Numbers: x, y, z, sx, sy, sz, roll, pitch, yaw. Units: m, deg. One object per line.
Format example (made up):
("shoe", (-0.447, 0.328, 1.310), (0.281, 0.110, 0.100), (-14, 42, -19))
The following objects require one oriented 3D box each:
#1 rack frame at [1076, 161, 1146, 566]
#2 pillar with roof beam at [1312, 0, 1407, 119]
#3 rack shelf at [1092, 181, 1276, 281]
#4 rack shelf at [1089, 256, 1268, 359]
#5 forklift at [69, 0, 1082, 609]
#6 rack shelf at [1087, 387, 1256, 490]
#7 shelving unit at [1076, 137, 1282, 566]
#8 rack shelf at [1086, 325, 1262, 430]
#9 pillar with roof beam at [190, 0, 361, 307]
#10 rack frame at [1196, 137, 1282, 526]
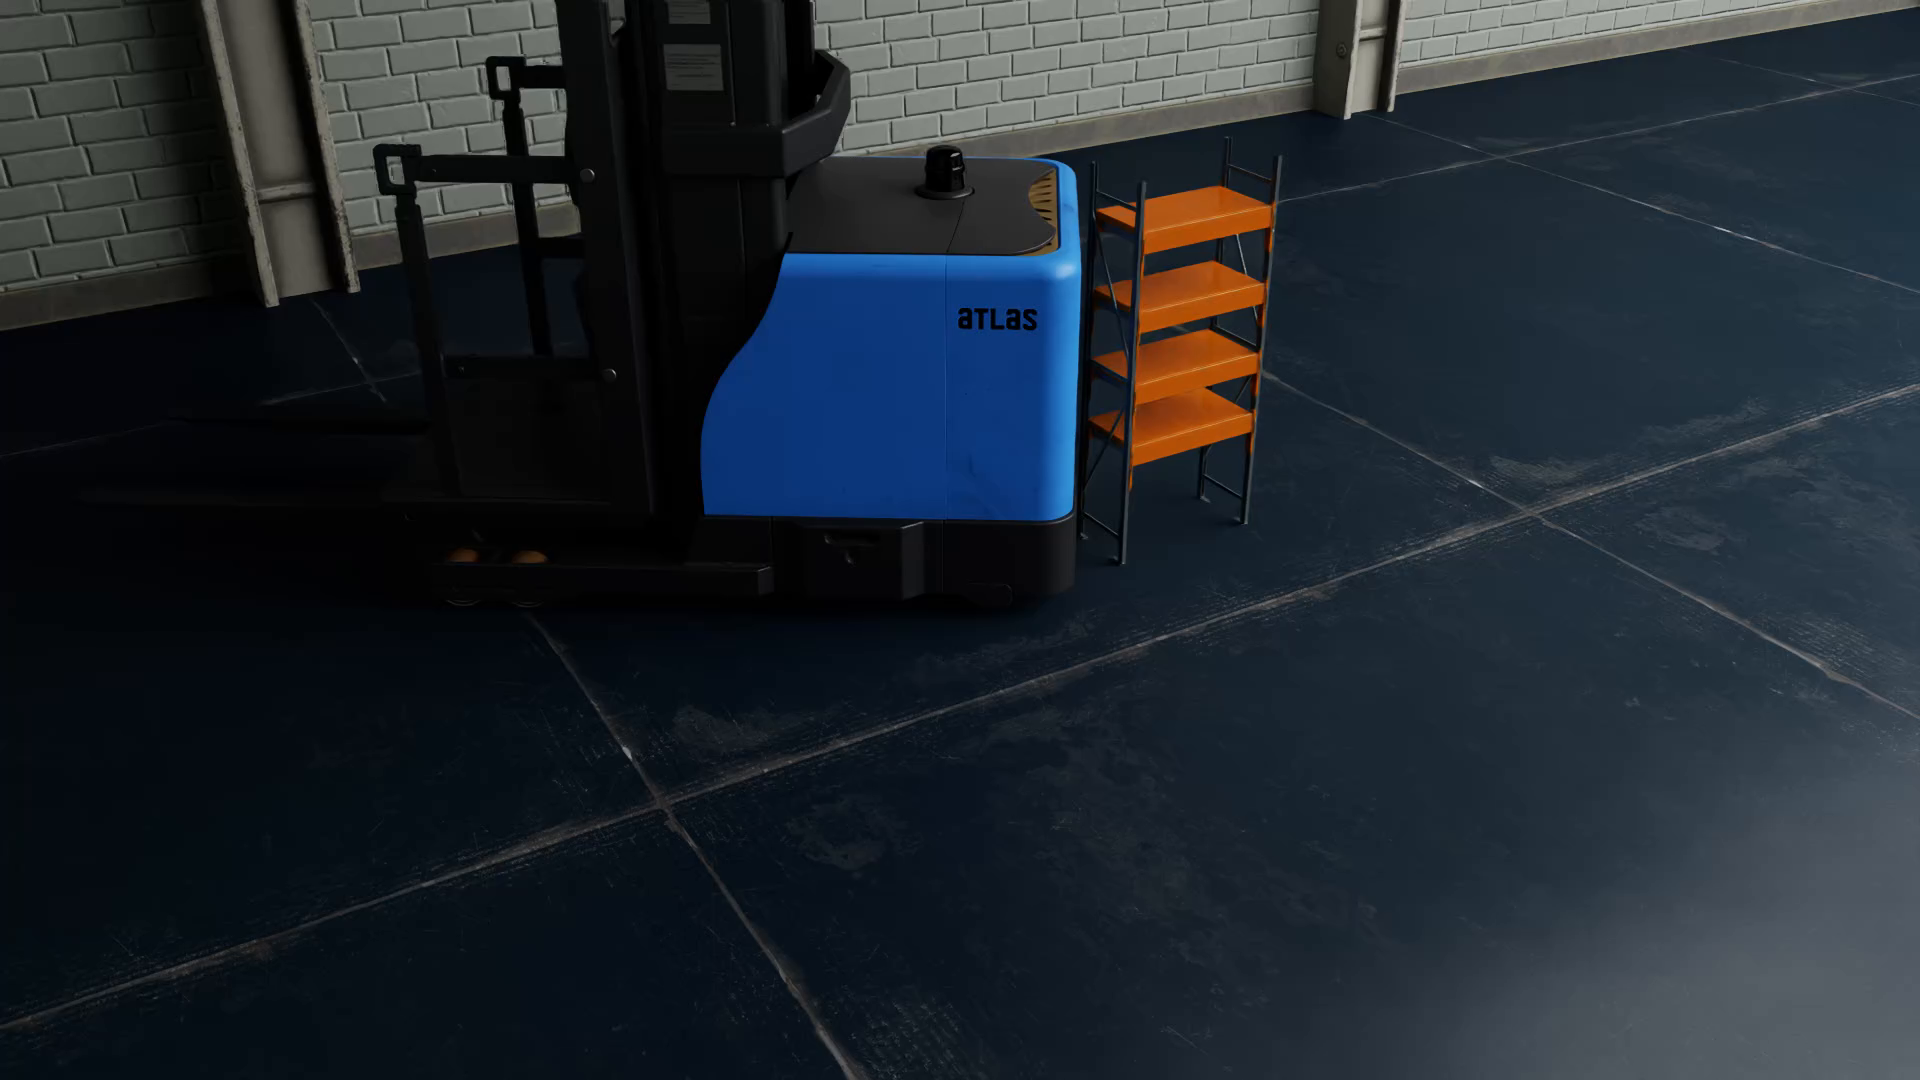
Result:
("rack frame", (0.438, -0.497, 4.908), (0.015, 1.200, 0.240), (-17, 33, -28))
("pillar with roof beam", (4.510, -4.710, 4.470), (0.400, 9.000, 9.100), (-16, 33, -26))
("rack shelf", (0.645, -0.903, 4.831), (0.480, 0.148, 0.258), (-17, 33, -28))
("rack shelf", (0.645, -0.696, 4.945), (0.480, 0.148, 0.258), (-17, 33, -28))
("forklift", (-1.159, -1.338, 4.641), (3.031, 2.935, 1.130), (1, 29, 2))
("rack shelf", (0.645, -0.326, 5.149), (0.480, 0.148, 0.258), (-17, 33, -28))
("shelving unit", (0.645, -0.559, 5.021), (0.503, 1.200, 0.258), (-17, 33, -28))
("rack shelf", (0.645, -0.500, 5.054), (0.480, 0.148, 0.258), (-17, 33, -28))
("pillar with roof beam", (-0.663, -3.241, 1.809), (0.400, 9.000, 9.100), (-16, 33, -26))
("rack frame", (0.853, -0.621, 5.134), (0.015, 1.200, 0.240), (-17, 33, -28))
